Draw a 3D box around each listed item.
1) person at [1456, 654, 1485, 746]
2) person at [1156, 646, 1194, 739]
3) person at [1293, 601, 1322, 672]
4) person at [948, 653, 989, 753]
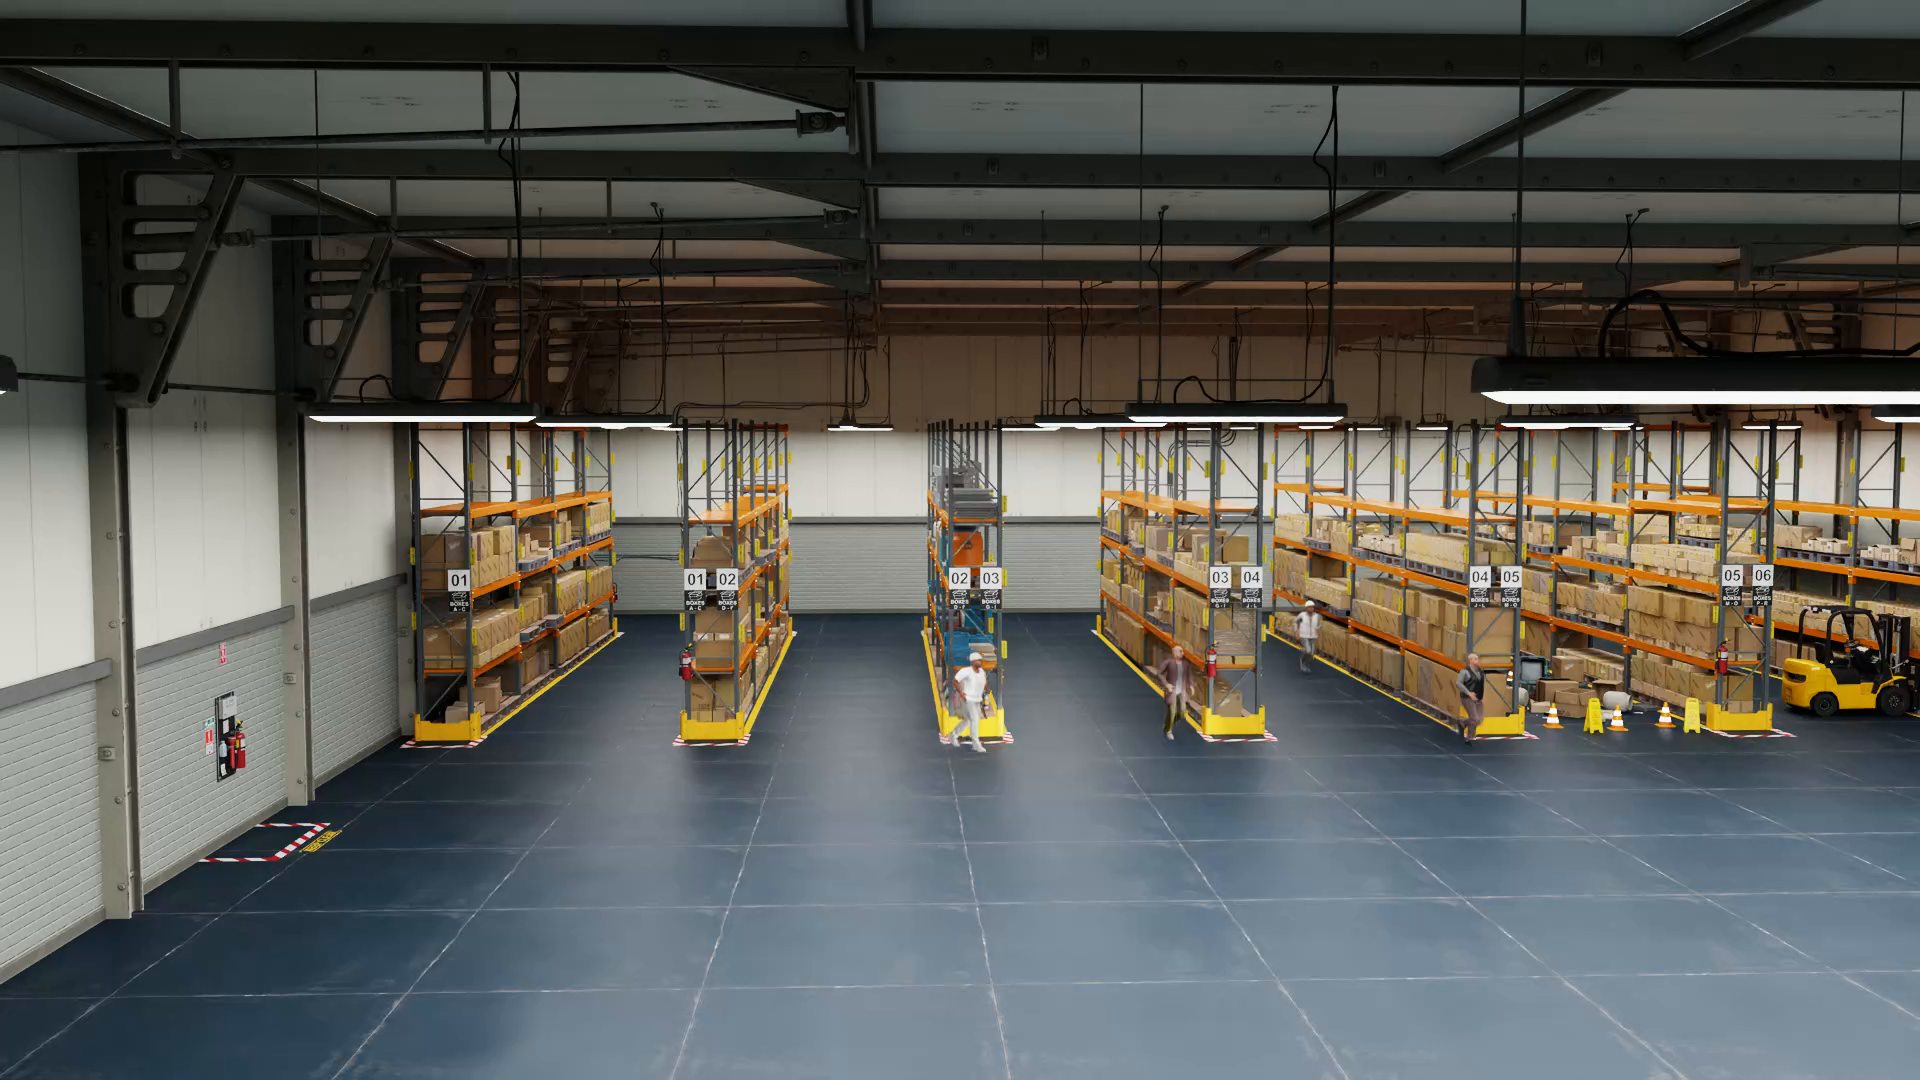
[{"bbox_3d":[9.401,2.928,30.677,0.690,1.686,0.616,-2,4,-32],"label":"person"},{"bbox_3d":[4.068,2.863,31.303,0.784,1.728,0.570,-1,4,-21],"label":"person"},{"bbox_3d":[8.305,2.304,39.604,0.630,1.728,0.733,-1,4,-9],"label":"person"},{"bbox_3d":[0.225,2.894,30.015,0.916,1.748,0.699,3,4,35],"label":"person"}]
